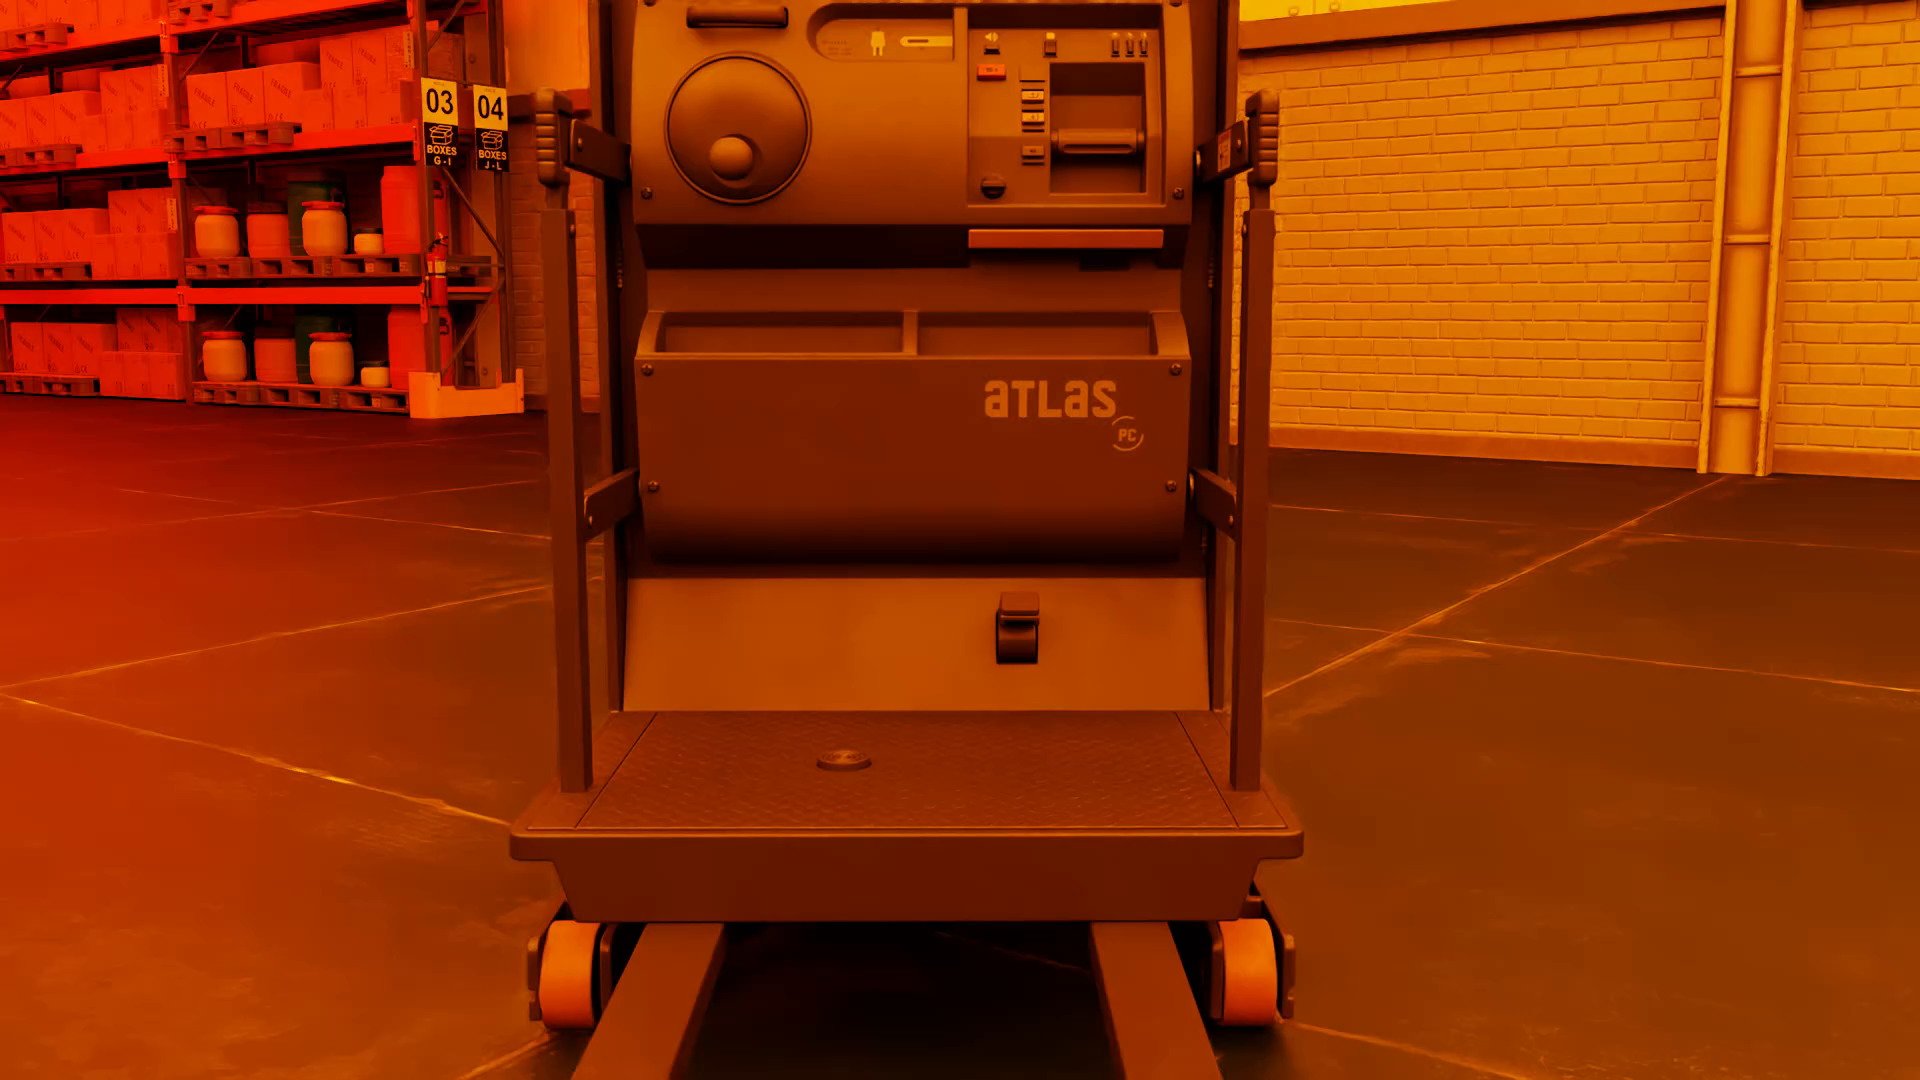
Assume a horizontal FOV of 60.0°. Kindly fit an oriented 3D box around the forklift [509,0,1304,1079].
[{"bbox_3d":[-0.075,-0.765,2.570,1.130,2.935,3.031,0,8,0],"label":"forklift"}]
